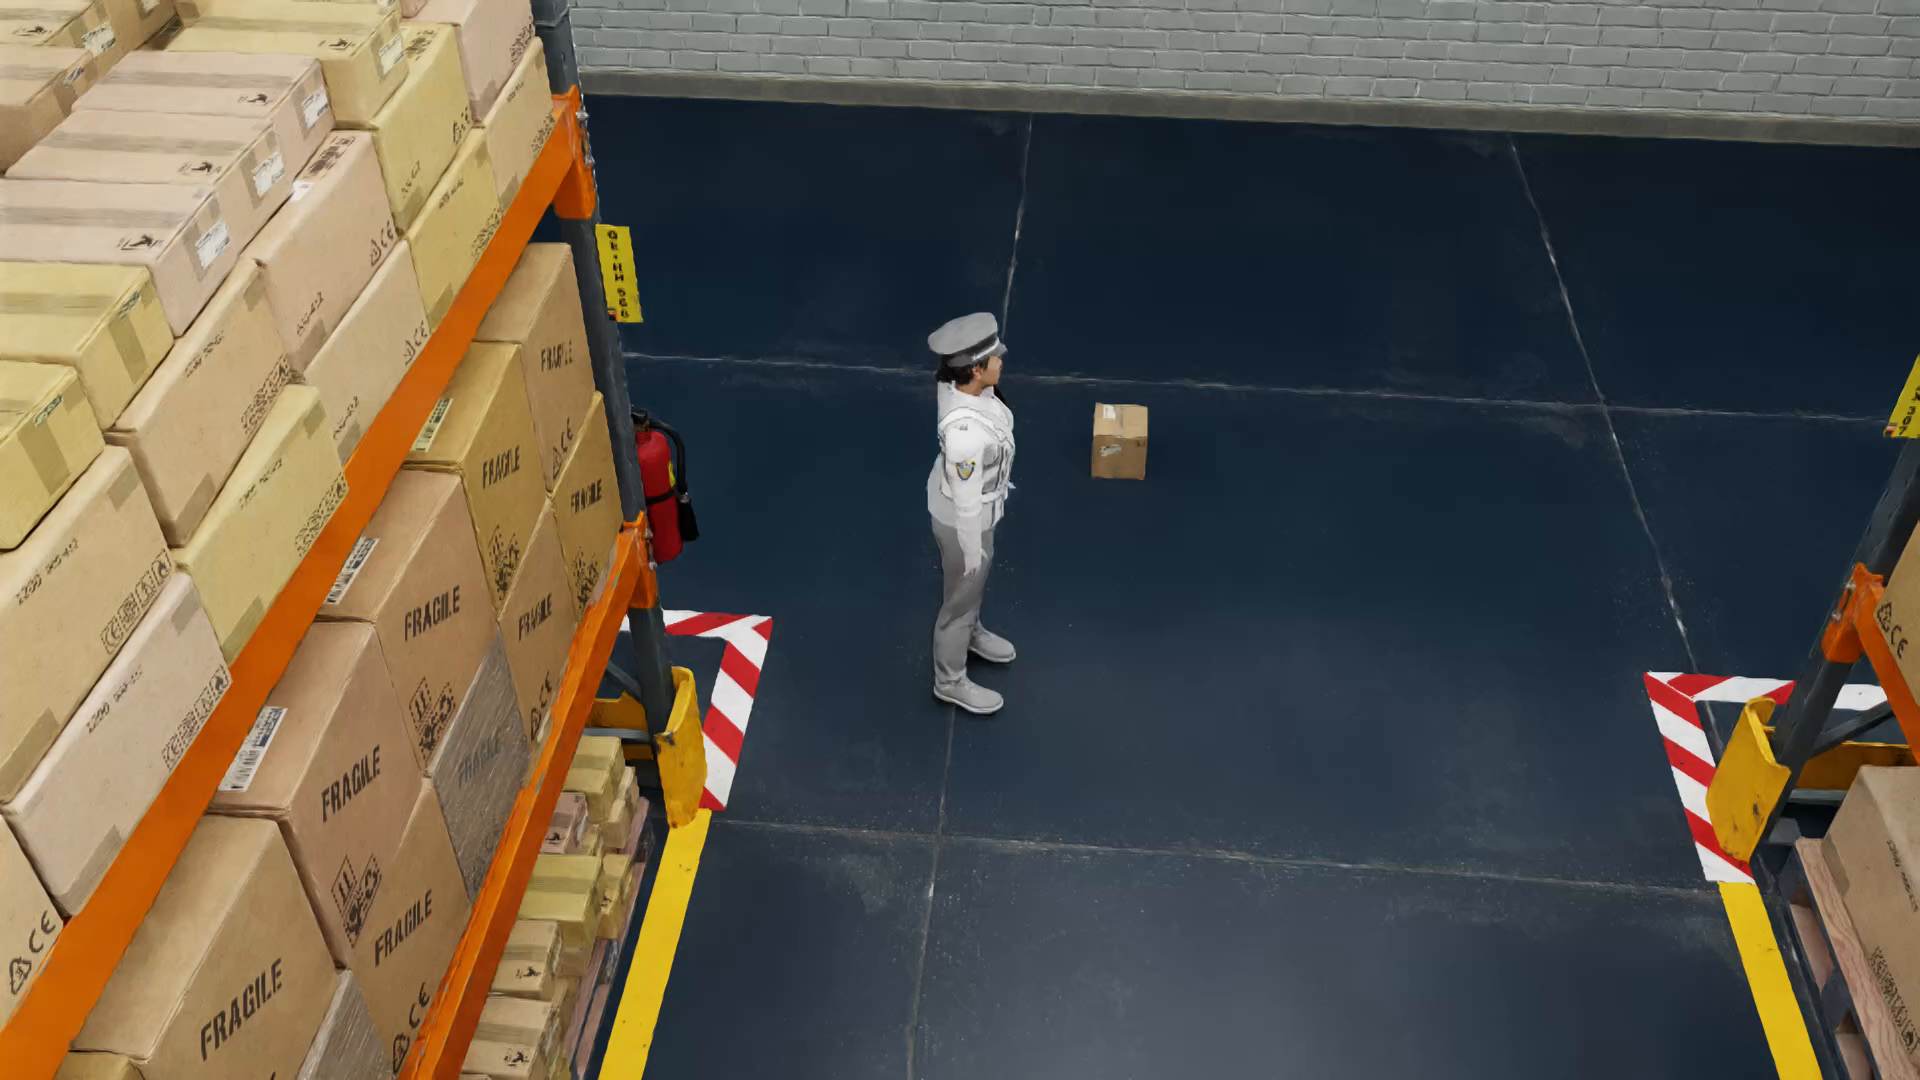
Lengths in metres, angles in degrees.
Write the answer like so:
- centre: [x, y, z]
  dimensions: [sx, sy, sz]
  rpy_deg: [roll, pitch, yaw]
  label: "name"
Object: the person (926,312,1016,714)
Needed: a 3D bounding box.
- centre: [0.051, -0.106, 6.235]
  dimensions: [0.354, 1.688, 0.525]
  rpy_deg: [0, 40, 1]
  label: "person"
